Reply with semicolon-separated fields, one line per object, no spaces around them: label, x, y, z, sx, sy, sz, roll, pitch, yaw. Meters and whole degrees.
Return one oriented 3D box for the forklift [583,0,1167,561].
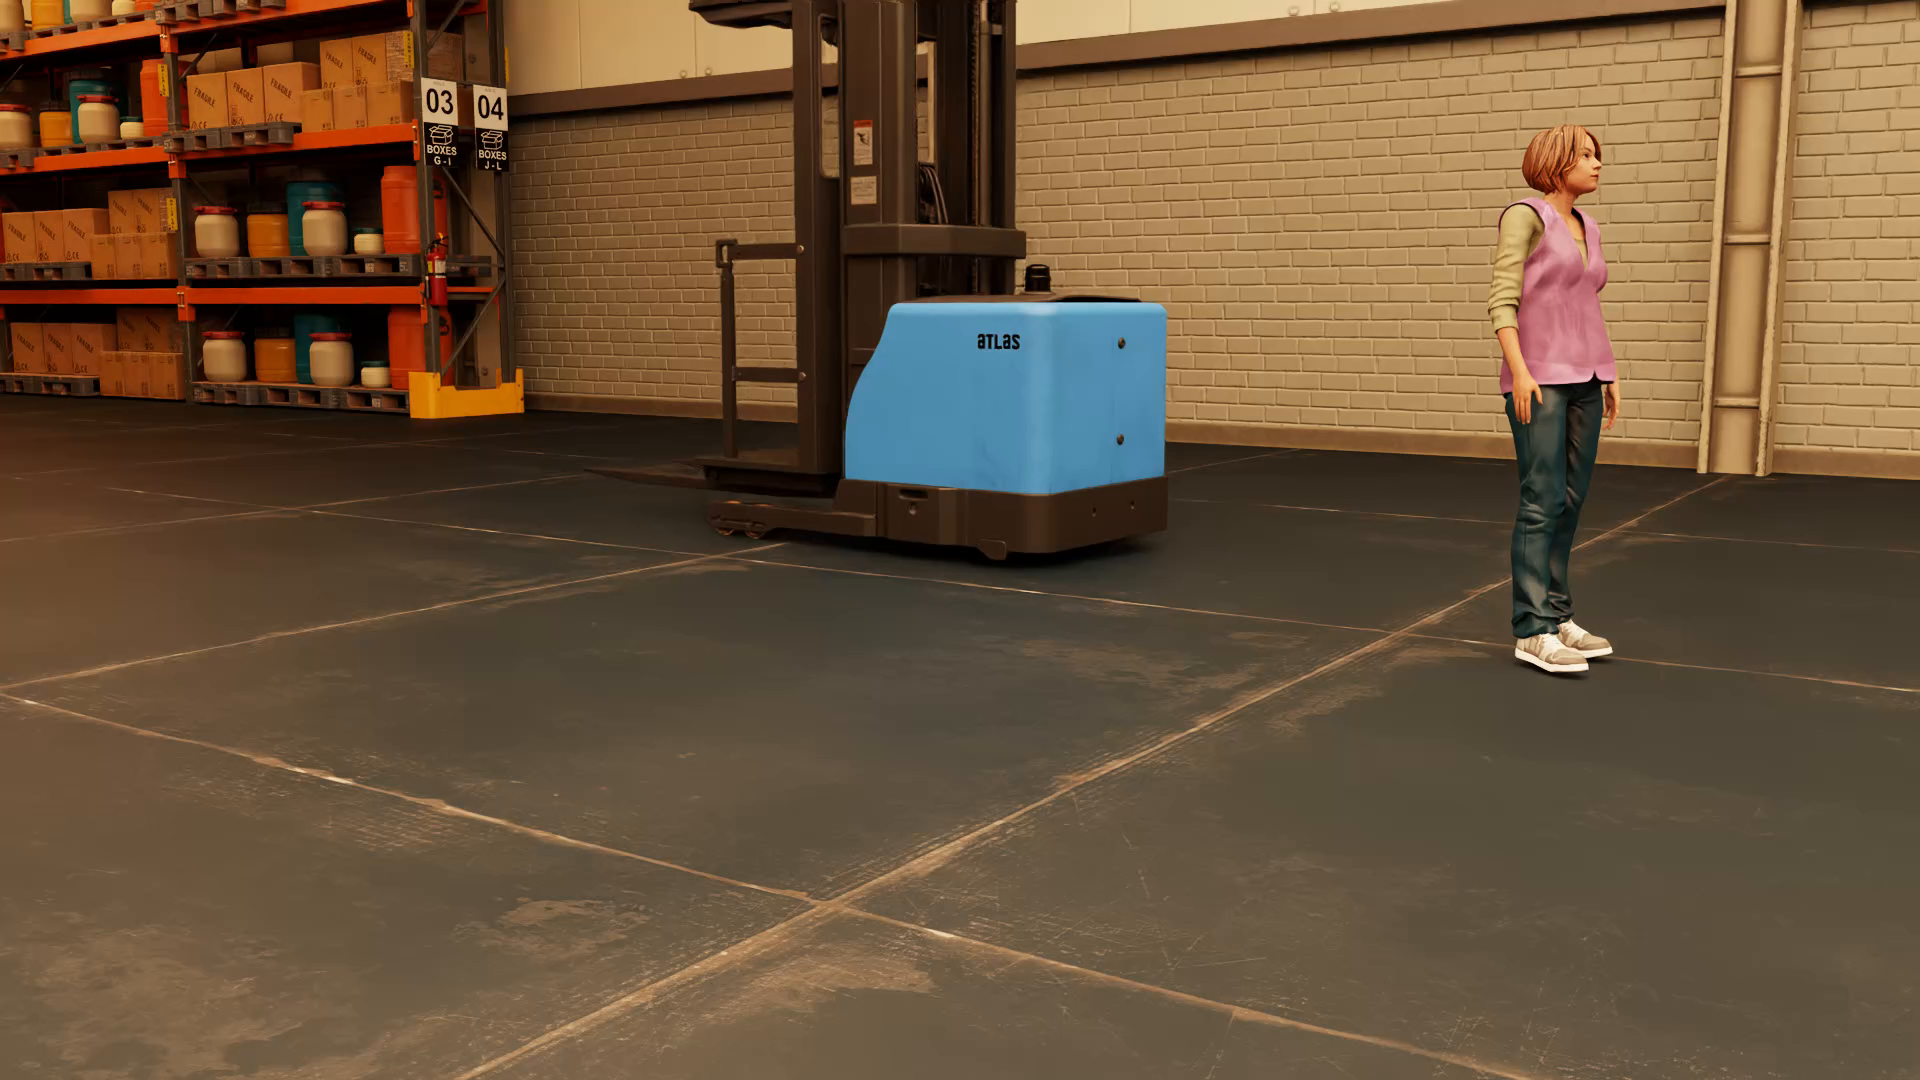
forklift;-0.552;-1.507;7.788;3.031;2.935;1.130;6;10;37

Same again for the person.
person;1.839;-0.439;4.972;0.520;1.596;0.475;-6;10;-34
